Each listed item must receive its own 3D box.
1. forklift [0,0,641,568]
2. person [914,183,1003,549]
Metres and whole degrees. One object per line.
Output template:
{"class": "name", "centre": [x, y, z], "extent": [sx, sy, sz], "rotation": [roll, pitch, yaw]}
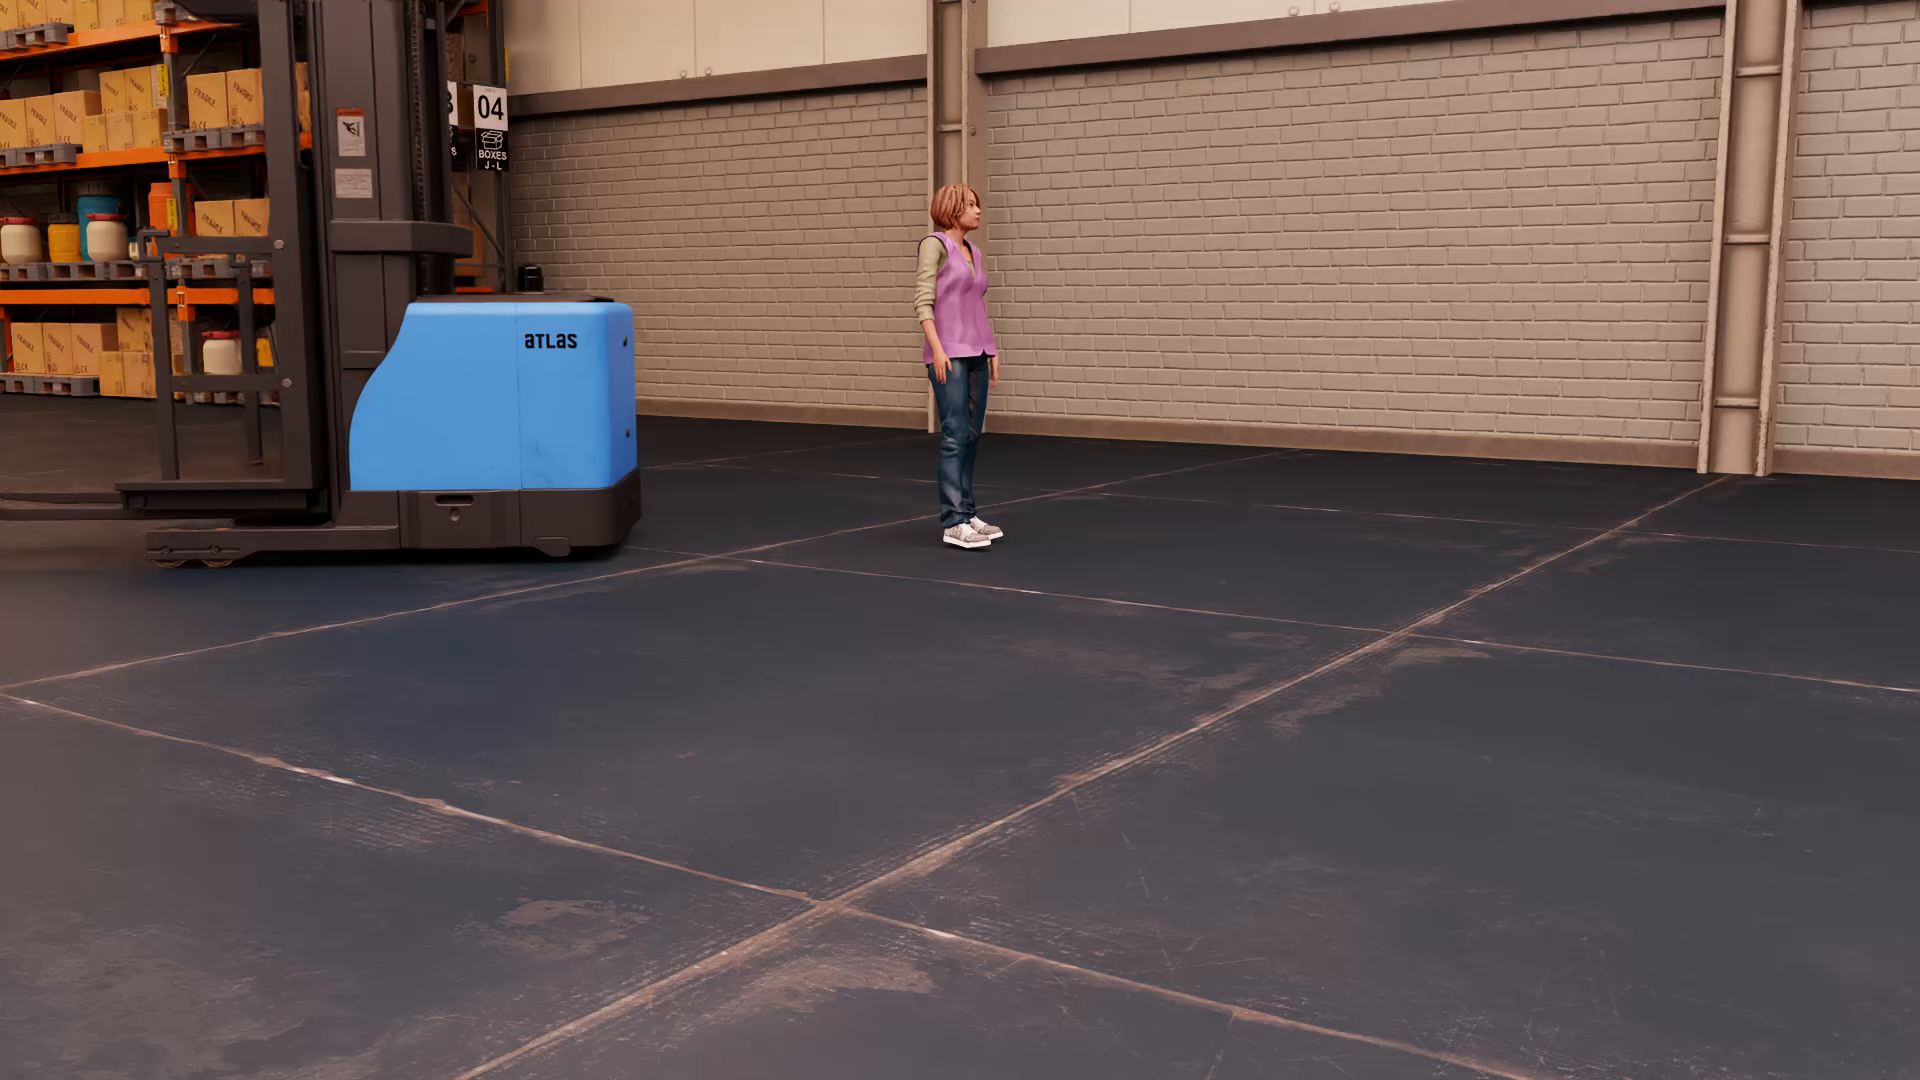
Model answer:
{"class": "forklift", "centre": [-2.984, -1.412, 7.124], "extent": [3.031, 2.935, 1.130], "rotation": [-1, 8, -4]}
{"class": "person", "centre": [0.053, -0.790, 7.438], "extent": [0.475, 1.596, 0.520], "rotation": [5, 10, 34]}
